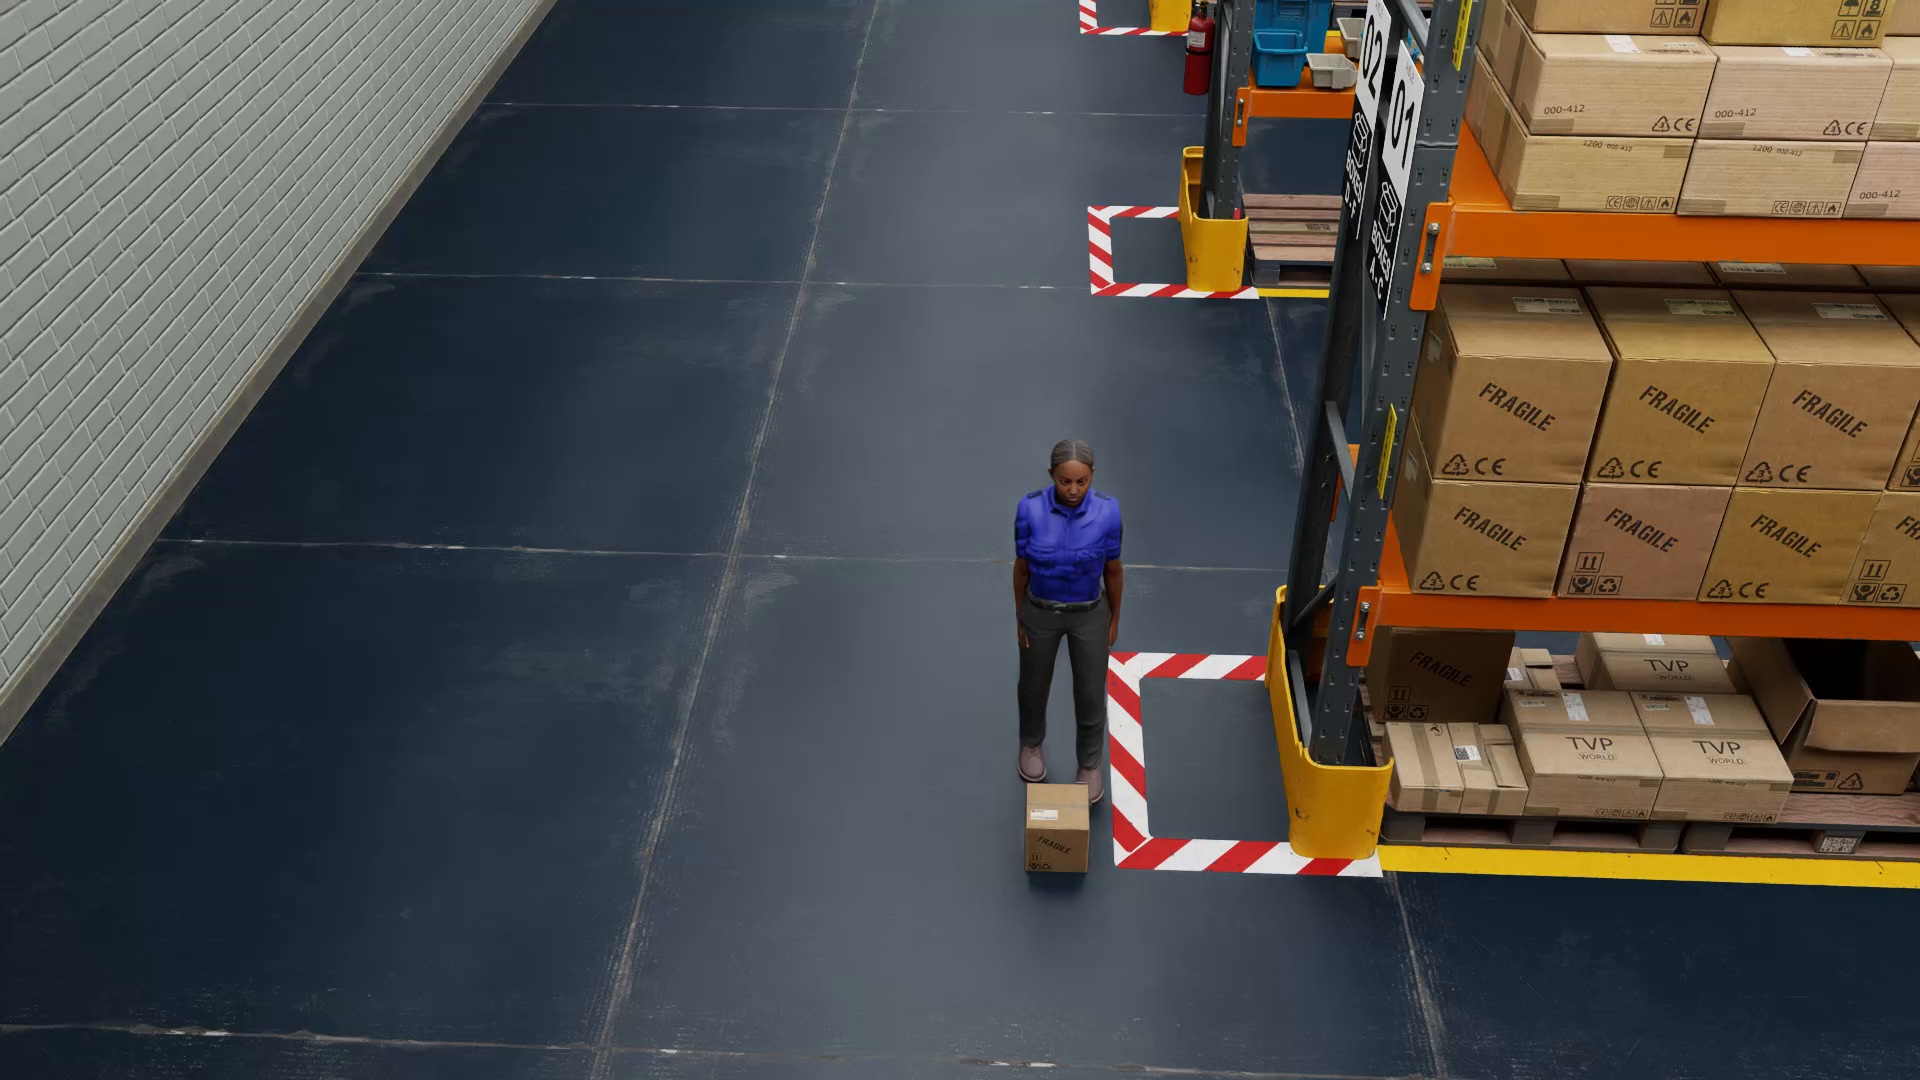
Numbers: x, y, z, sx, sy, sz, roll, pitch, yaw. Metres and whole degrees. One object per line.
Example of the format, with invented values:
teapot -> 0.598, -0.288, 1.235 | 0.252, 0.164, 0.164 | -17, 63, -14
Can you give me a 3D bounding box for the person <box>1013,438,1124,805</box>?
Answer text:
person -> 0.424, 0.330, 6.661 | 0.440, 1.656, 0.419 | 2, 36, 3
